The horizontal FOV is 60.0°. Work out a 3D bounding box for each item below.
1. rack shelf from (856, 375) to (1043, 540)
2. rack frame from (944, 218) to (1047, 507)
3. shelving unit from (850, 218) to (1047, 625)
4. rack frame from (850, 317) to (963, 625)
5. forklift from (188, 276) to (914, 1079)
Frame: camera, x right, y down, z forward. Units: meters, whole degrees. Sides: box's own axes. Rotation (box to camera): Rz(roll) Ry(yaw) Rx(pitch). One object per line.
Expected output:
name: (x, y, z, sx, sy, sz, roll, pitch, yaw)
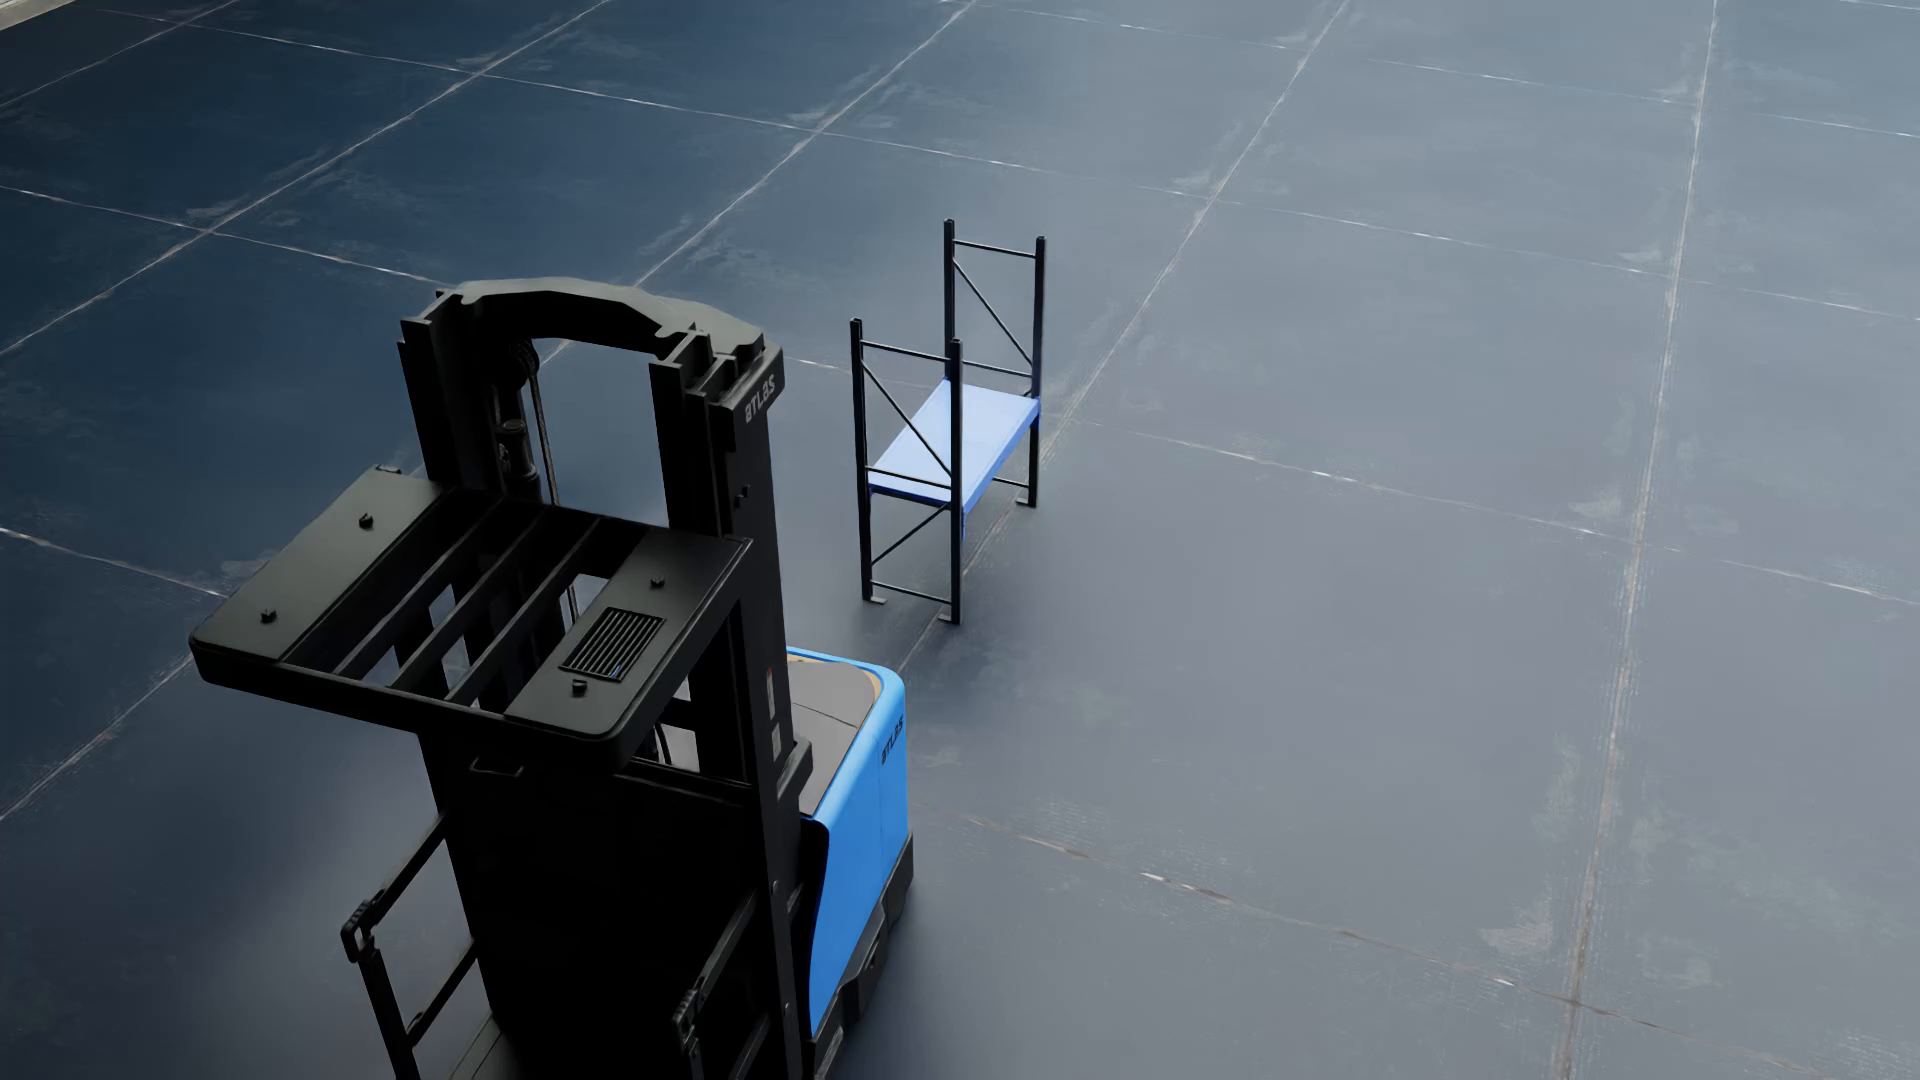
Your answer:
rack shelf: (-0.032, -0.409, 7.845, 0.538, 0.185, 1.000, 14, 39, 18)
rack frame: (0.161, -0.835, 8.114, 0.500, 1.500, 0.032, 14, 39, 18)
shelving unit: (-0.032, -0.554, 7.738, 0.538, 1.500, 1.048, 14, 39, 18)
rack frame: (-0.226, -0.272, 7.361, 0.500, 1.500, 0.032, 14, 39, 18)
forklift: (-1.117, 0.894, 4.606, 1.130, 2.935, 3.031, 11, 38, 14)
